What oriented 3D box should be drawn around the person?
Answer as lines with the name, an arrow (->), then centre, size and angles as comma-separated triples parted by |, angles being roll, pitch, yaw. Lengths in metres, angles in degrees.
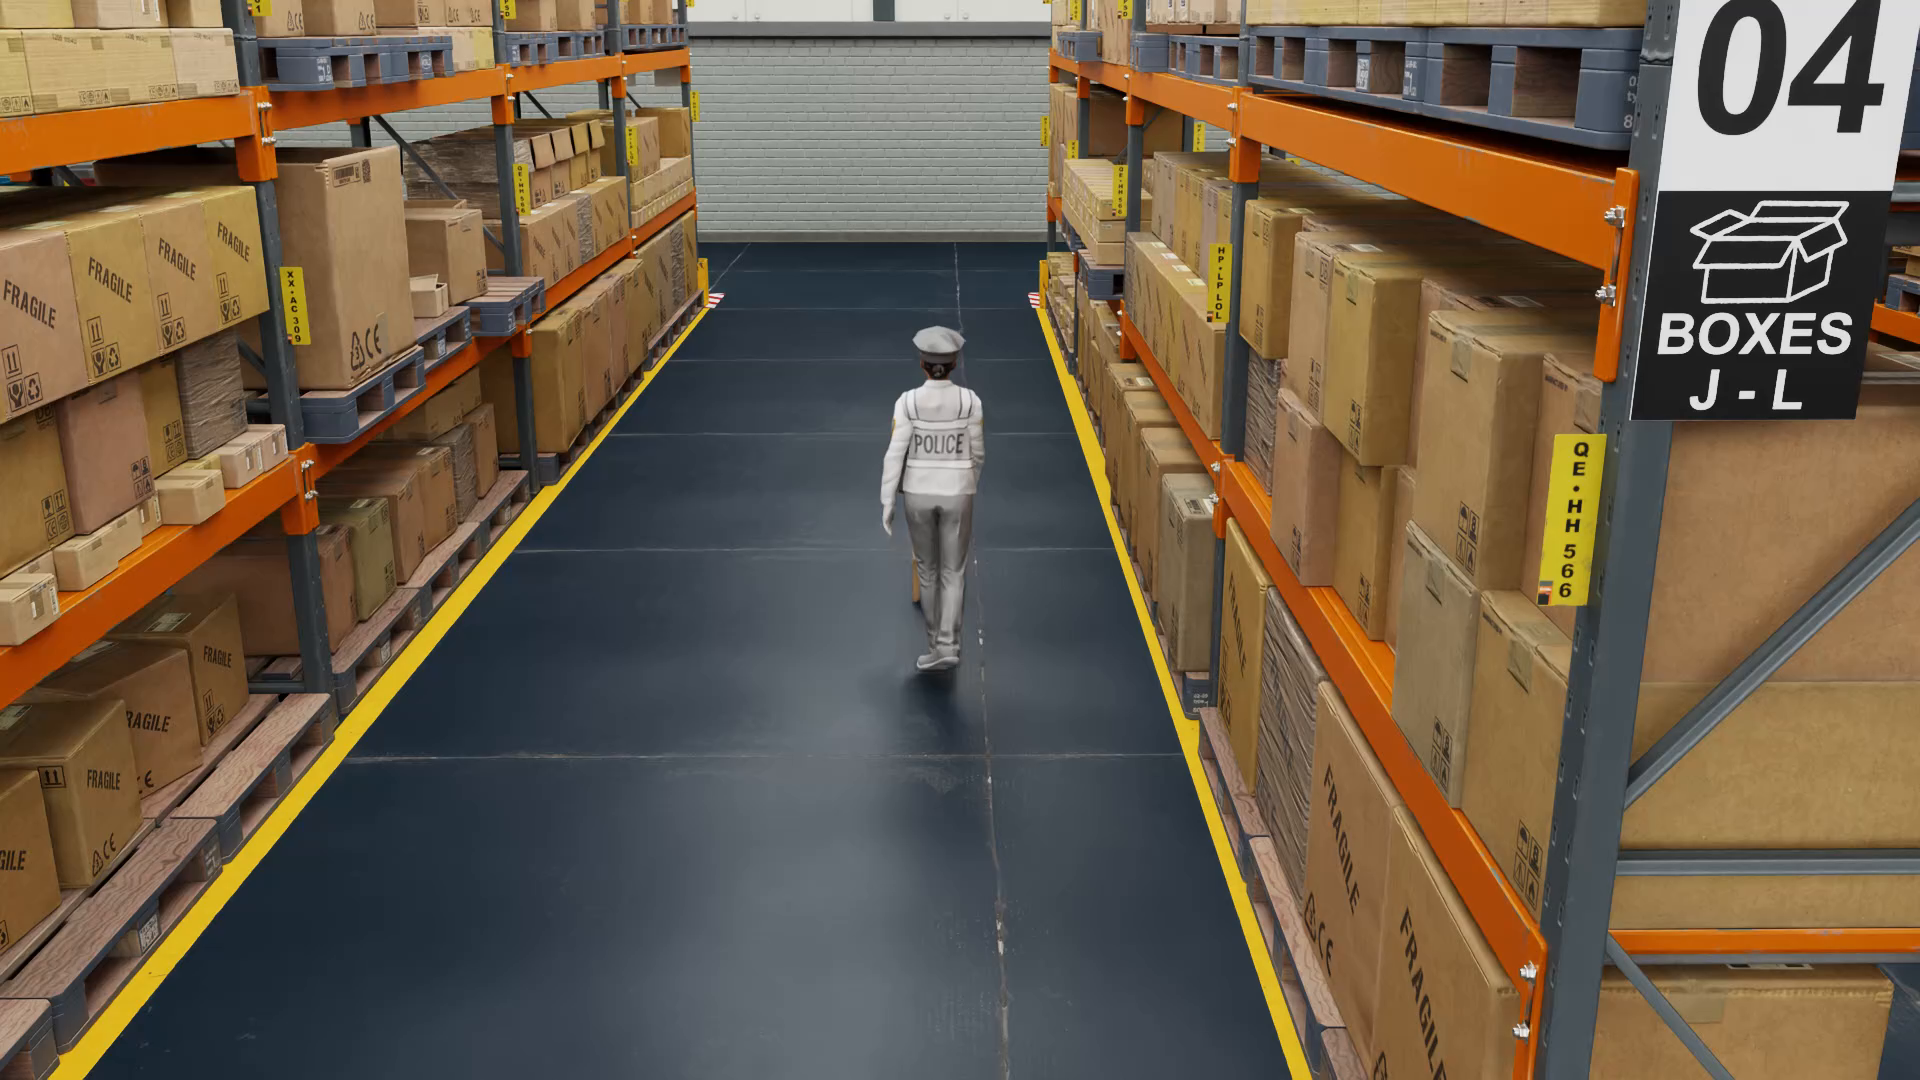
person -> -0.131, -0.192, 8.116 | 0.508, 1.671, 0.712 | 1, 17, 4
